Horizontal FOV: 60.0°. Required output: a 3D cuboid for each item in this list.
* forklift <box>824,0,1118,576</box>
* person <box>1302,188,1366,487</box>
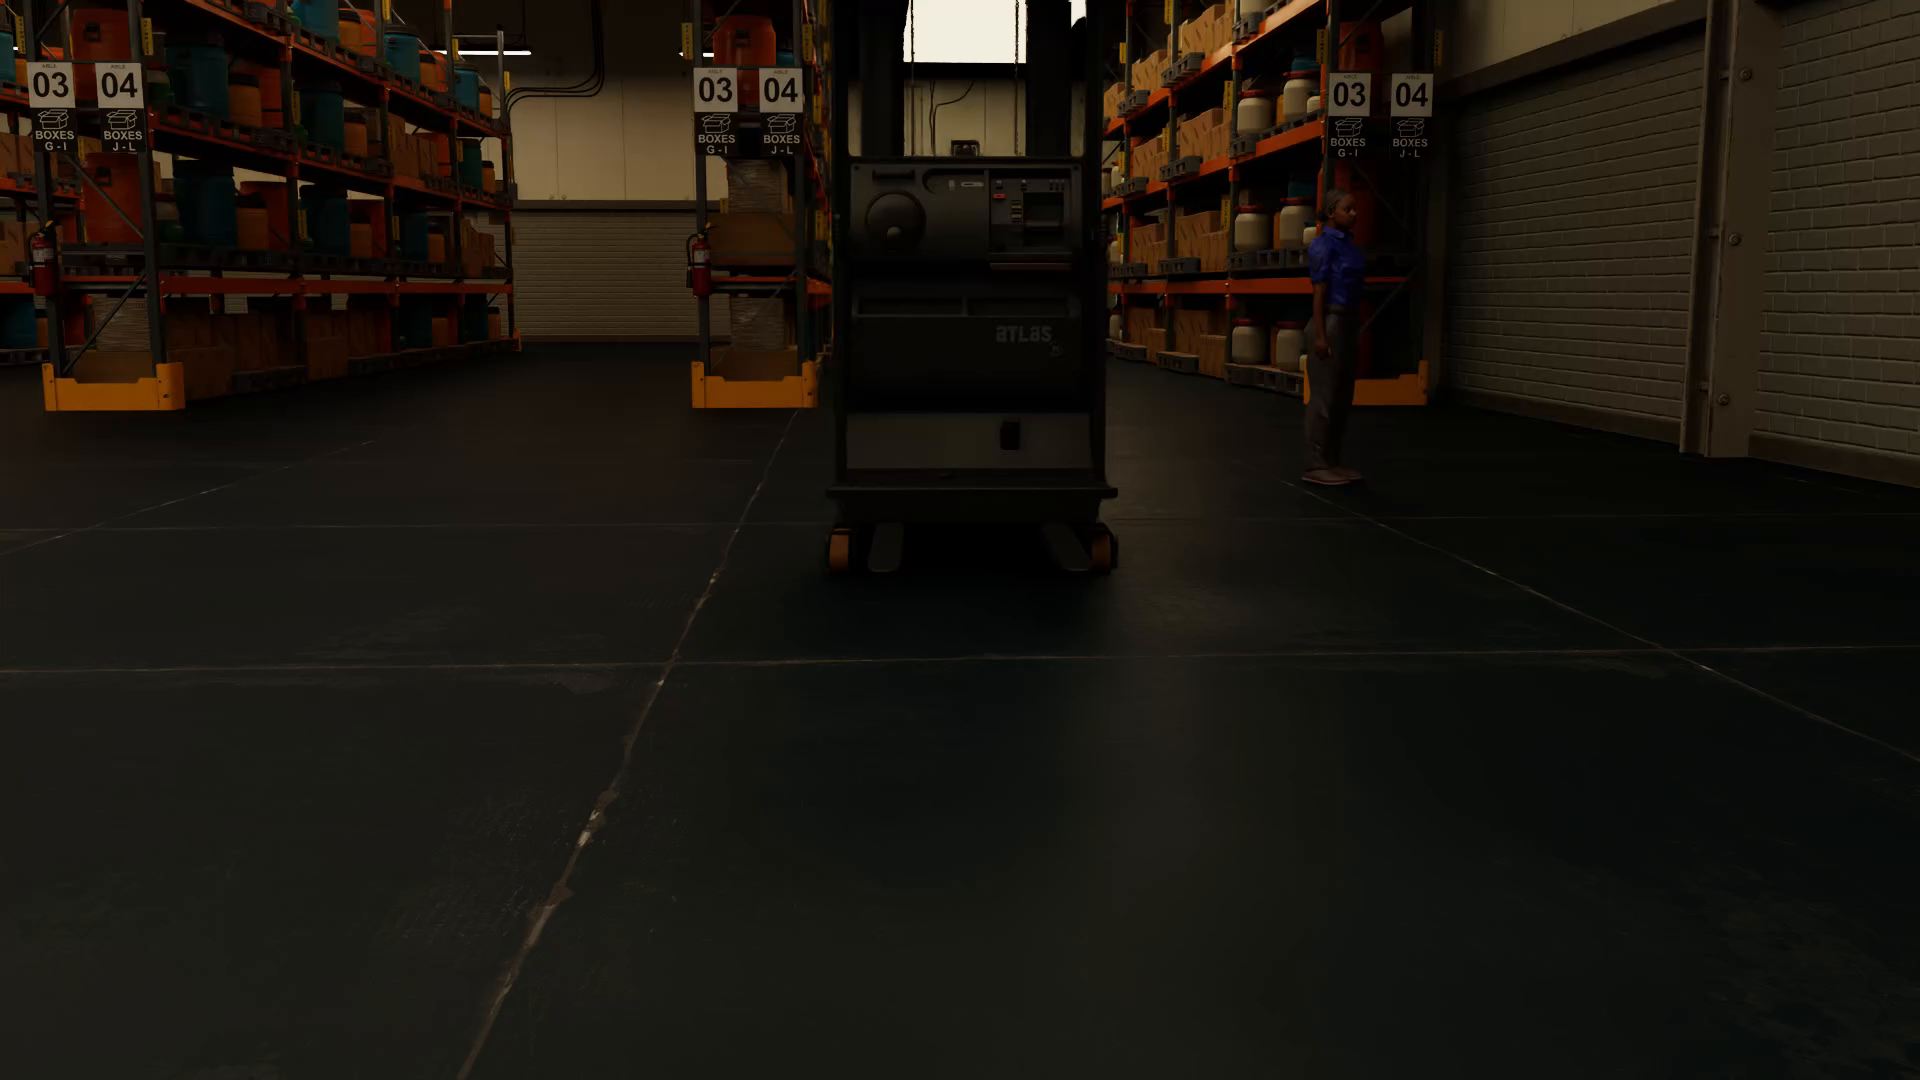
[{"bbox_3d":[0.033,-1.356,6.465,1.130,2.935,3.031,0,8,-1],"label":"forklift"},{"bbox_3d":[2.141,-1.154,9.442,0.329,1.662,0.457,5,10,33],"label":"person"}]
